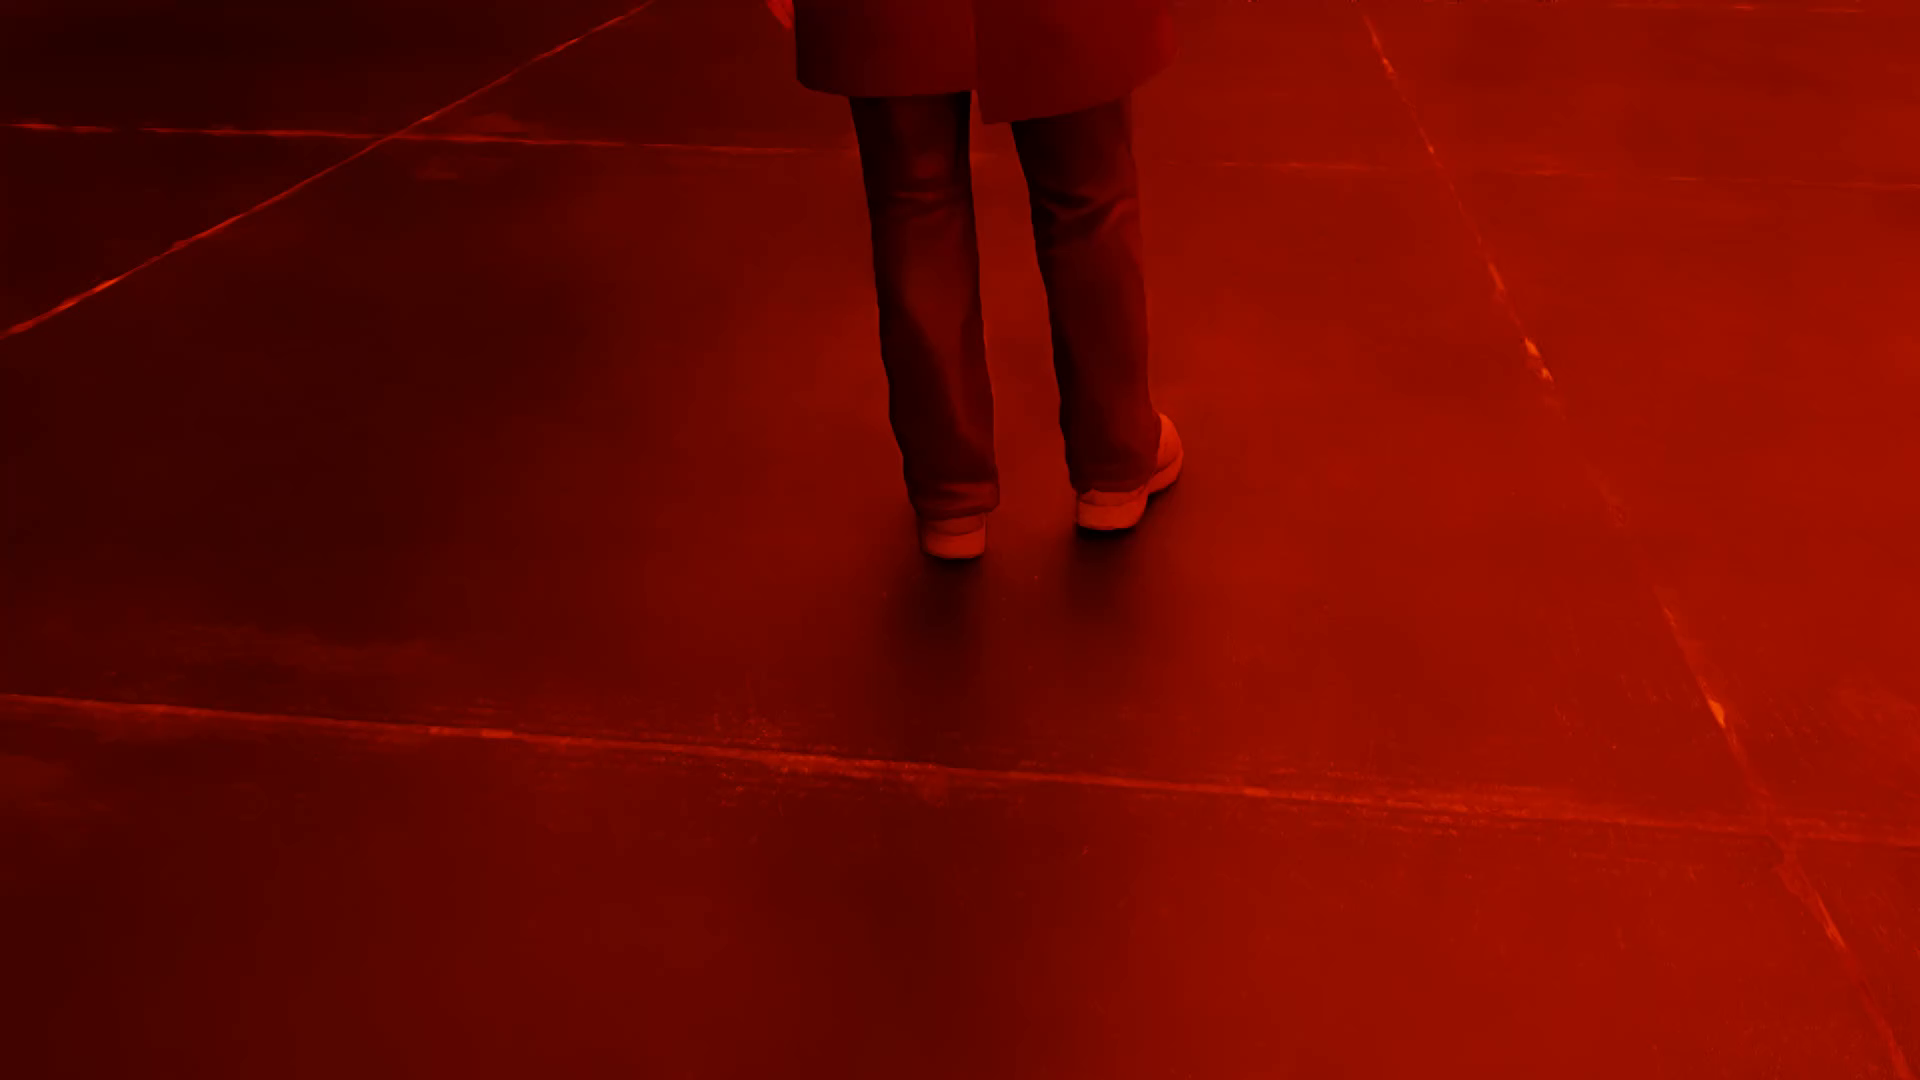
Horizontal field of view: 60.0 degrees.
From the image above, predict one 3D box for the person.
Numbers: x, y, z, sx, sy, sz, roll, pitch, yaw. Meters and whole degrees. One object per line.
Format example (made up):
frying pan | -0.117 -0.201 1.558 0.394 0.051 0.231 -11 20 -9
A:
person | 0.021 -0.846 2.189 0.648 1.776 0.560 3 27 7
